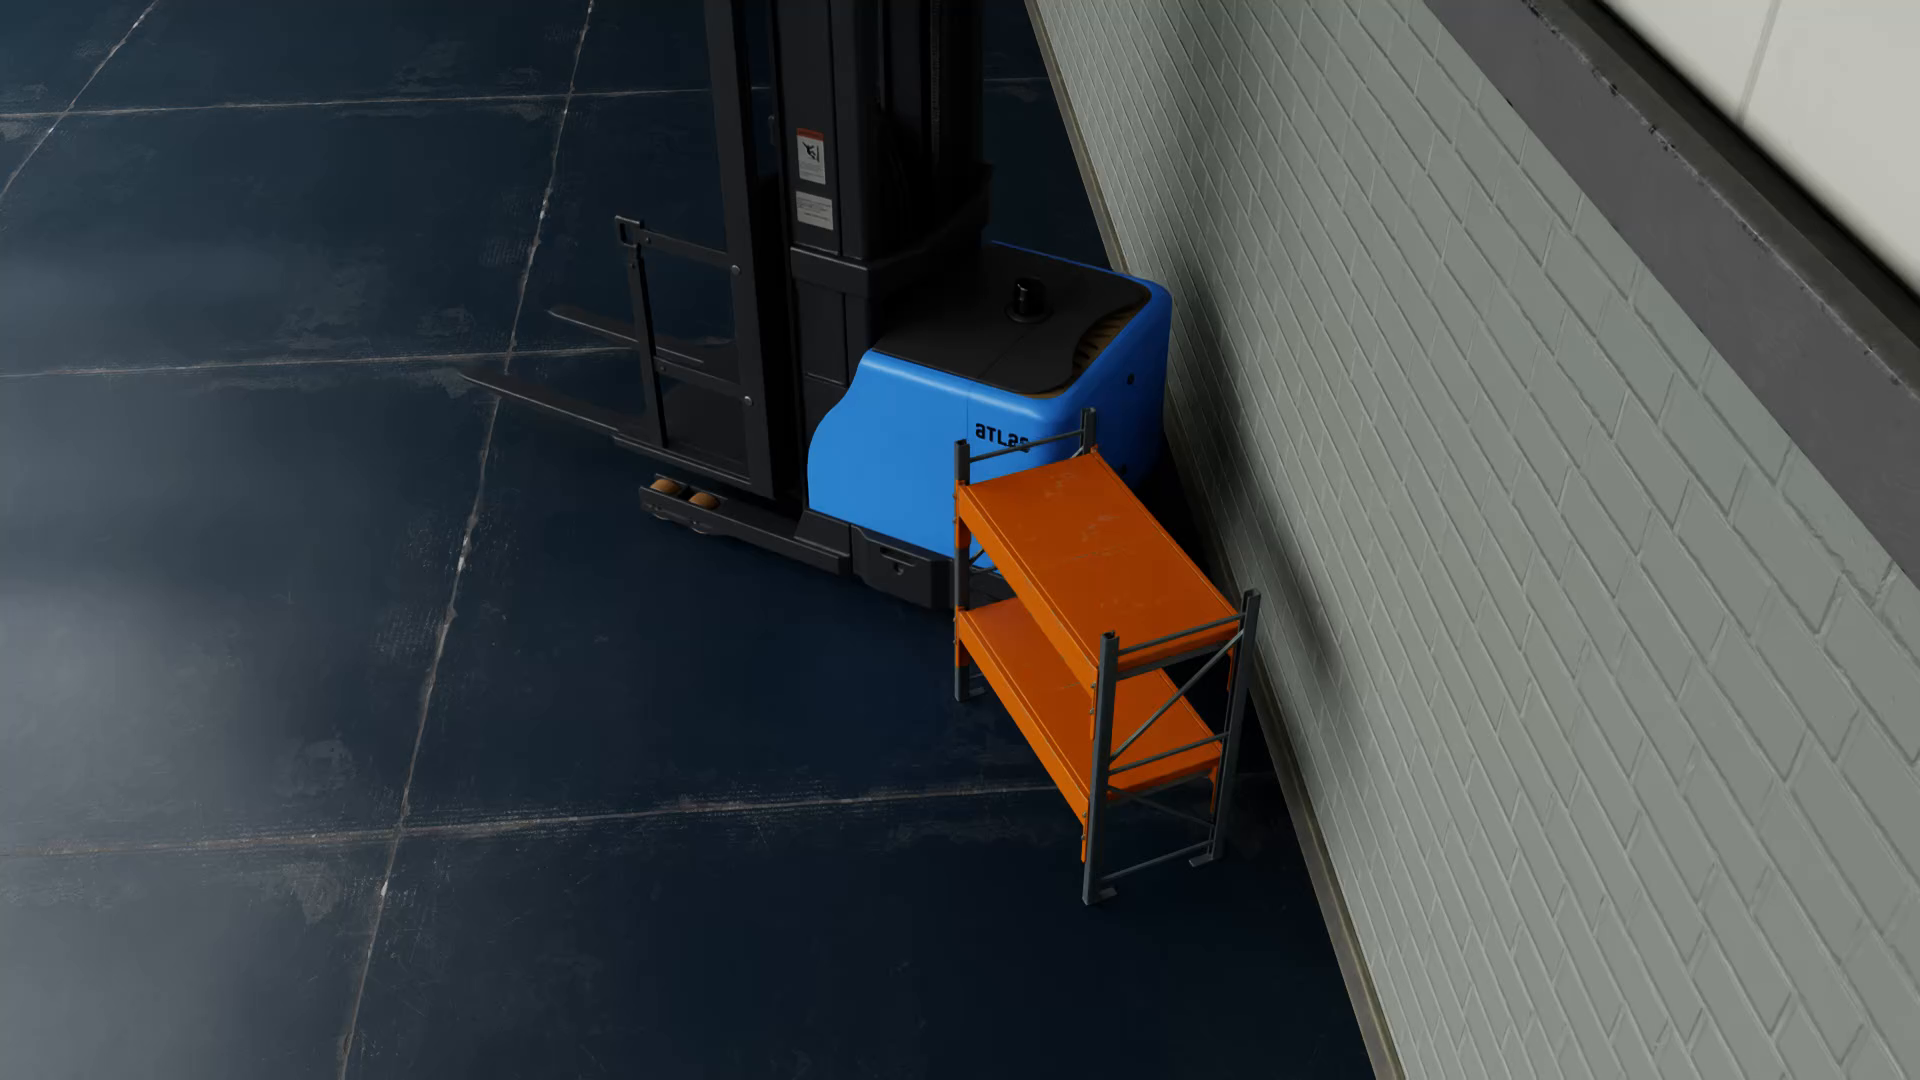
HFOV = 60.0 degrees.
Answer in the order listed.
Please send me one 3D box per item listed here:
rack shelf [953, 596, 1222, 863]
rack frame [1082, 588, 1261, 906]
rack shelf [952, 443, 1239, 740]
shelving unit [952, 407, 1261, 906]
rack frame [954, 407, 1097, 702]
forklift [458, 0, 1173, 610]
[{"bbox_3d":[0.420,0.552,5.537,0.538,0.278,1.000,-15,41,-18],"label":"rack shelf"},{"bbox_3d":[0.625,0.649,5.020,0.500,1.125,0.032,-15,41,-18],"label":"rack frame"},{"bbox_3d":[0.420,0.131,5.204,0.538,0.278,1.000,-15,41,-18],"label":"rack shelf"},{"bbox_3d":[0.420,0.360,5.385,0.538,1.125,1.048,-15,41,-18],"label":"shelving unit"},{"bbox_3d":[0.216,0.072,5.750,0.500,1.125,0.032,-15,41,-18],"label":"rack frame"},{"bbox_3d":[-0.730,-1.441,6.210,3.031,2.935,1.130,19,42,22],"label":"forklift"}]
